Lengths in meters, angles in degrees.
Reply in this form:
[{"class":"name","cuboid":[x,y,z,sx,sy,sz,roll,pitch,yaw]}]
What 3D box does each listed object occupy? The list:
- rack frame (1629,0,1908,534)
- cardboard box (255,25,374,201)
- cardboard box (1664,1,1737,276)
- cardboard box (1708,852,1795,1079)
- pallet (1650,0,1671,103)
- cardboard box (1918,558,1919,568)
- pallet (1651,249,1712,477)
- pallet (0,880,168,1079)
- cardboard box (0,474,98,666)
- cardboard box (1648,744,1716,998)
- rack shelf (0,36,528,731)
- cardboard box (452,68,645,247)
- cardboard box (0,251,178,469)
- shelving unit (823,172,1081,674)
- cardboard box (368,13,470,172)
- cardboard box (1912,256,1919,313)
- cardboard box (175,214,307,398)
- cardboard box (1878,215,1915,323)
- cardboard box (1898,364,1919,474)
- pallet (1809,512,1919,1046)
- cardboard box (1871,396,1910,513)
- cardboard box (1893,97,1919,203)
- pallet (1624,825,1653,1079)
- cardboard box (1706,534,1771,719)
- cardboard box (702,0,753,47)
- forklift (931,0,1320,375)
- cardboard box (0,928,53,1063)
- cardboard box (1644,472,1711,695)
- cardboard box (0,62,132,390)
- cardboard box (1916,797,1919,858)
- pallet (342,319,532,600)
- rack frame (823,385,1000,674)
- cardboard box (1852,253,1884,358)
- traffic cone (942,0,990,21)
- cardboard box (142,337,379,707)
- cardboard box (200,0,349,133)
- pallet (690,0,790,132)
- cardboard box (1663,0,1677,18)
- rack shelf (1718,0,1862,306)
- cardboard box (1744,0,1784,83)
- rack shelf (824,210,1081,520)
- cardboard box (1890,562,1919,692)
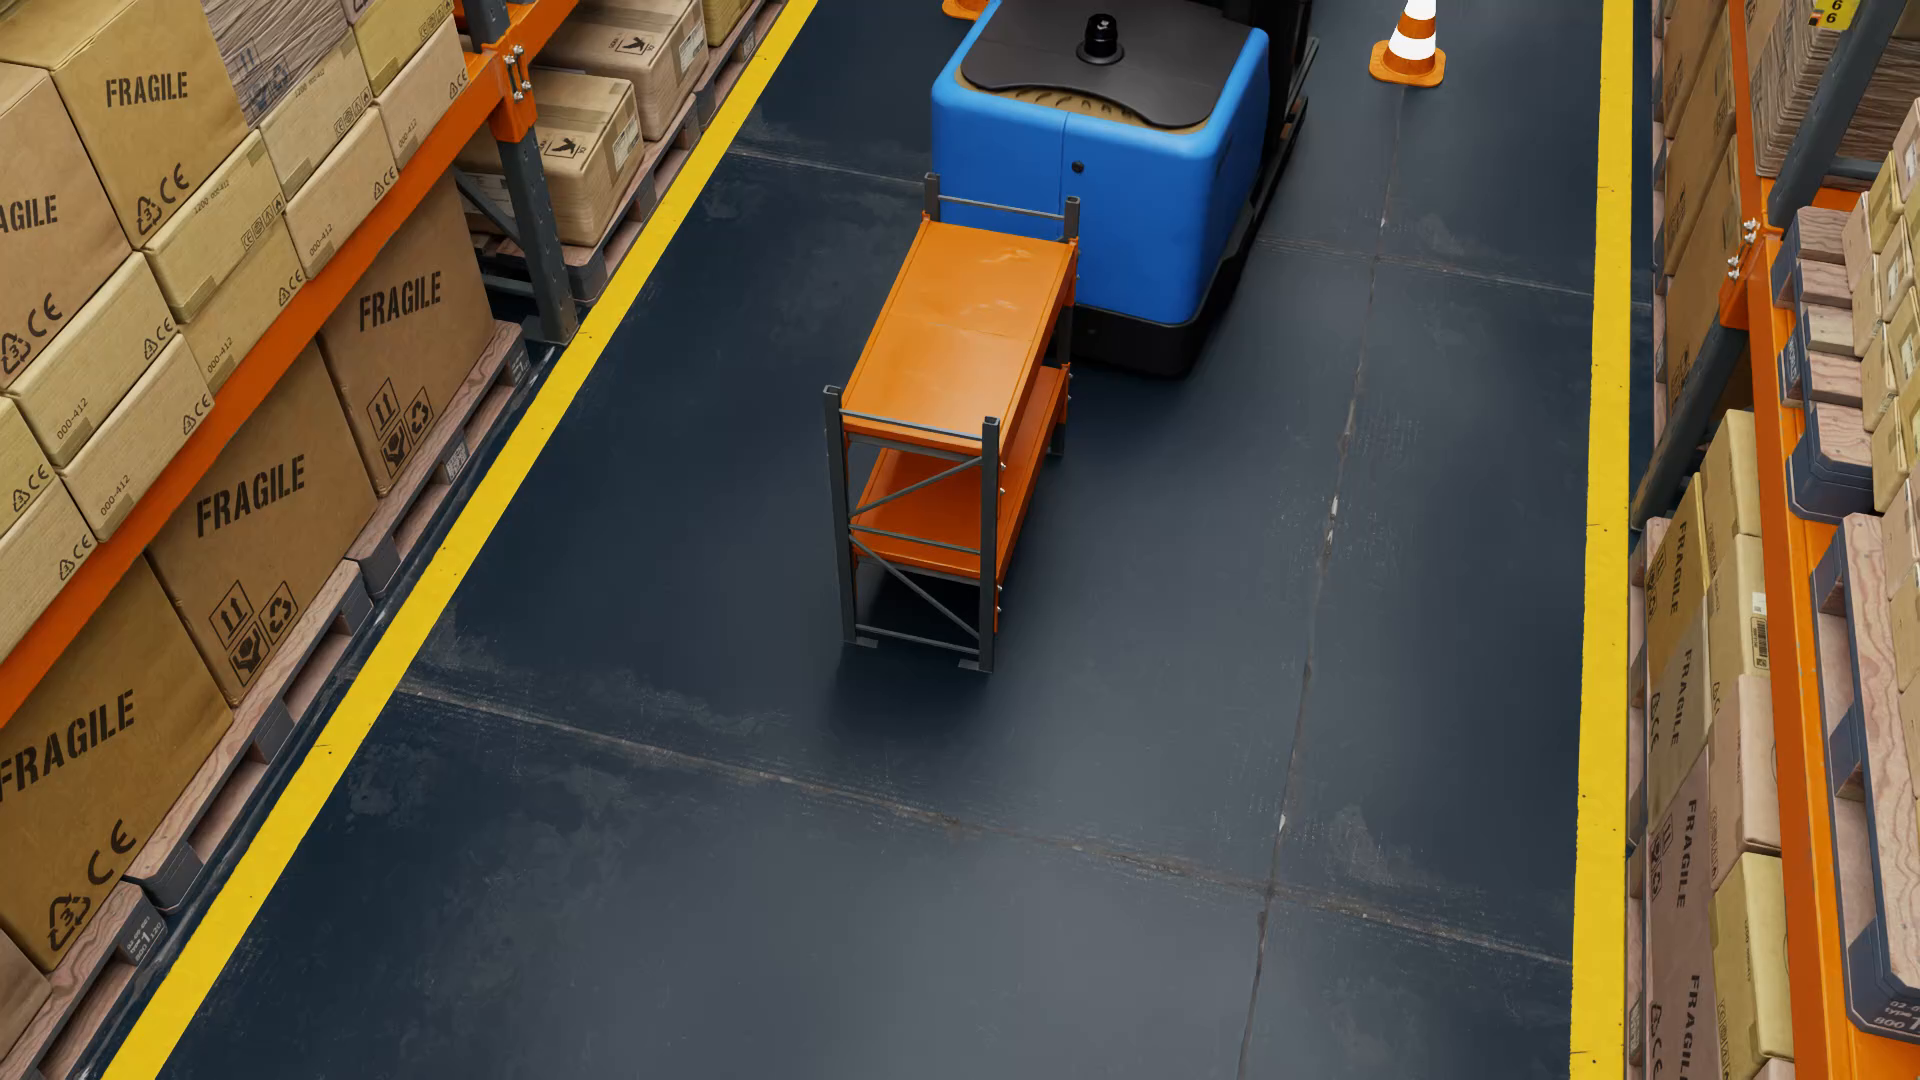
[{"class":"rack frame","cuboid":[2.824,-0.969,4.605,1.000,3.000,0.127,12,50,10]},{"class":"cardboard box","cuboid":[-1.991,-1.217,4.590,0.500,0.250,0.500,10,49,9]},{"class":"cardboard box","cuboid":[3.298,-1.419,6.223,1.050,0.750,0.750,12,50,11]},{"class":"cardboard box","cuboid":[1.997,1.021,3.735,0.500,0.250,0.500,10,49,8]},{"class":"pallet","cuboid":[3.747,-2.367,7.698,1.003,0.211,1.213,12,50,10]},{"class":"cardboard box","cuboid":[2.166,0.118,3.334,0.380,0.149,0.250,11,50,10]},{"class":"pallet","cuboid":[3.105,-0.602,6.140,1.003,0.211,1.213,12,50,10]},{"class":"pallet","cuboid":[-2.900,1.370,4.400,1.003,0.211,1.213,12,50,10]},{"class":"cardboard box","cuboid":[-2.375,0.062,3.795,0.500,0.250,0.500,11,50,10]},{"class":"cardboard box","cuboid":[2.133,0.917,4.327,0.500,0.500,0.500,10,49,9]},{"class":"rack shelf","cuboid":[-2.504,-0.188,4.395,1.077,0.370,4.000,12,50,10]},{"class":"cardboard box","cuboid":[-1.819,-1.549,6.589,0.950,0.372,0.625,9,49,7]},{"class":"cardboard box","cuboid":[-2.243,-0.467,3.928,0.500,0.250,0.500,10,49,9]},{"class":"shelving unit","cuboid":[-0.002,-0.367,5.324,0.538,1.125,1.048,12,50,10]},{"class":"cardboard box","cuboid":[-1.860,-1.406,5.091,0.500,0.250,0.500,10,49,9]},{"class":"cardboard box","cuboid":[2.379,-0.554,3.729,0.380,0.149,0.250,11,50,10]},{"class":"cardboard box","cuboid":[-2.128,-0.673,4.443,0.500,0.250,0.500,11,50,10]},{"class":"cardboard box","cuboid":[2.434,-0.617,3.983,0.380,0.149,0.250,14,50,12]},{"class":"cardboard box","cuboid":[2.301,-0.241,3.651,0.380,0.149,0.250,12,50,10]},{"class":"pallet","cuboid":[2.343,0.534,3.406,1.003,0.211,1.213,12,50,10]},{"class":"cardboard box","cuboid":[2.301,-0.156,3.775,0.380,0.149,0.250,14,50,12]},{"class":"cardboard box","cuboid":[2.515,-0.923,4.054,0.380,0.149,0.250,12,50,10]},{"class":"pallet","cuboid":[2.294,1.398,4.375,1.003,0.211,1.213,12,50,10]},{"class":"cardboard box","cuboid":[2.276,0.289,4.382,0.500,0.250,0.500,11,49,10]},{"class":"cardboard box","cuboid":[-1.428,-2.632,7.545,0.950,0.372,0.625,13,50,11]},{"class":"forklift","cuboid":[0.882,-2.712,6.189,1.130,2.935,3.031,16,50,14]},{"class":"cardboard box","cuboid":[-2.944,1.120,3.898,0.875,0.875,0.875,13,50,11]},{"class":"cardboard box","cuboid":[2.392,0.180,4.977,0.500,0.500,0.500,10,49,8]},{"class":"cardboard box","cuboid":[-2.266,-0.716,3.648,0.500,0.500,0.500,11,49,9]},{"class":"cardboard box","cuboid":[2.025,0.599,3.108,0.380,0.149,0.250,14,50,12]},{"class":"pallet","cuboid":[-2.258,-0.395,5.958,1.003,0.211,1.213,12,50,10]},{"class":"rack frame","cuboid":[-0.136,0.000,4.999,0.500,1.125,0.032,12,50,10]},{"class":"cardboard box","cuboid":[2.441,-0.547,4.120,0.380,0.149,0.250,14,50,12]},{"class":"traffic cone","cuboid":[0.099,-2.754,7.872,0.336,0.463,0.334,12,50,10]},{"class":"cardboard box","cuboid":[-2.478,-0.181,5.046,0.875,0.875,0.875,12,50,10]},{"class":"cardboard box","cuboid":[-1.988,-1.439,4.285,0.500,0.500,0.500,12,50,11]},{"class":"pallet","cuboid":[-1.447,-2.395,7.723,1.003,0.211,1.213,12,50,10]},{"class":"cardboard box","cuboid":[3.801,-2.790,7.432,1.050,0.750,0.750,11,50,10]},{"class":"rack shelf","cuboid":[3.351,-2.178,6.151,1.077,0.370,4.000,12,50,10]},{"class":"cardboard box","cuboid":[2.817,-1.742,5.220,0.500,0.500,0.500,12,50,10]},{"class":"rack shelf","cuboid":[-0.002,-0.561,5.105,0.538,0.278,1.000,12,50,10]},{"class":"cardboard box","cuboid":[2.165,0.218,3.444,0.380,0.149,0.250,12,50,11]}]
